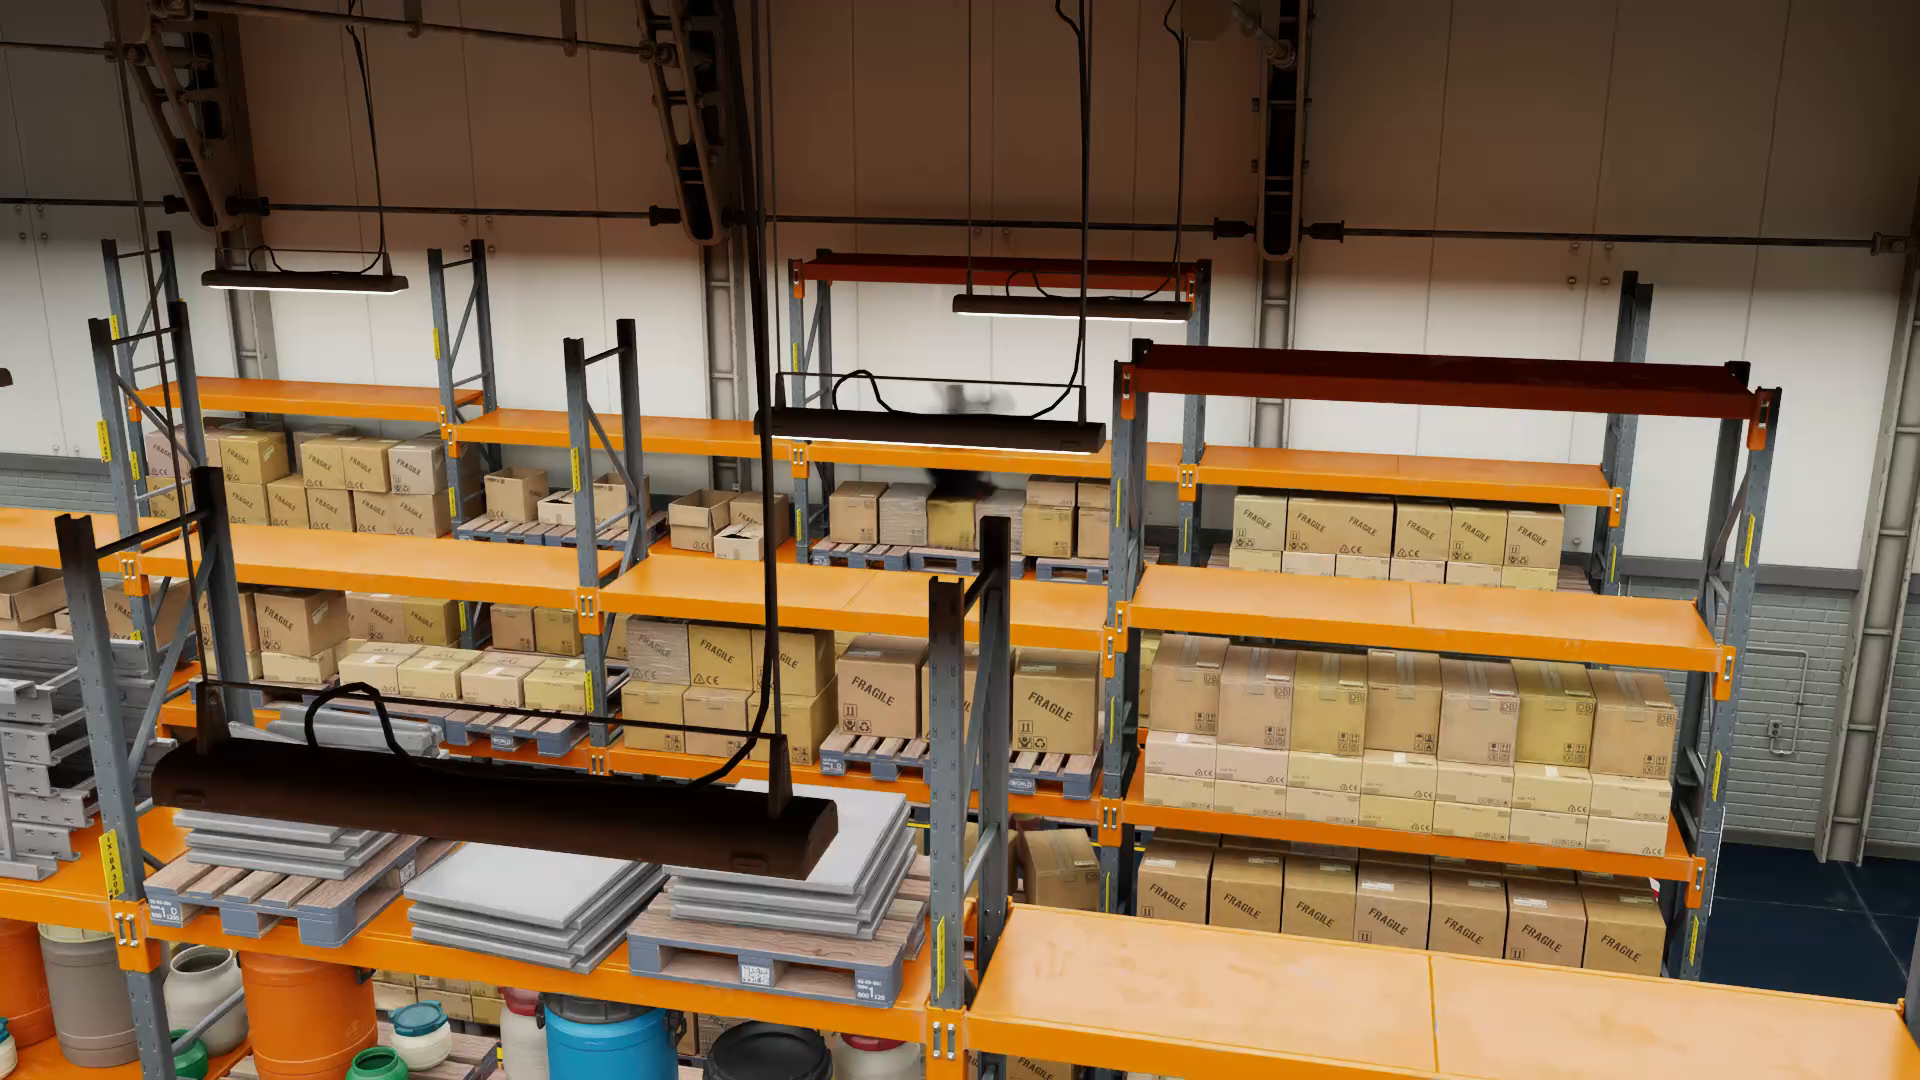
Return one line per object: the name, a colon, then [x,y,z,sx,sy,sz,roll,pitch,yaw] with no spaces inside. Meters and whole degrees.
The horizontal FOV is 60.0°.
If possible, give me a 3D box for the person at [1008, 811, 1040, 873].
person: [0.575,2.578,15.605,0.549,1.651,0.566,-1,16,-2]
